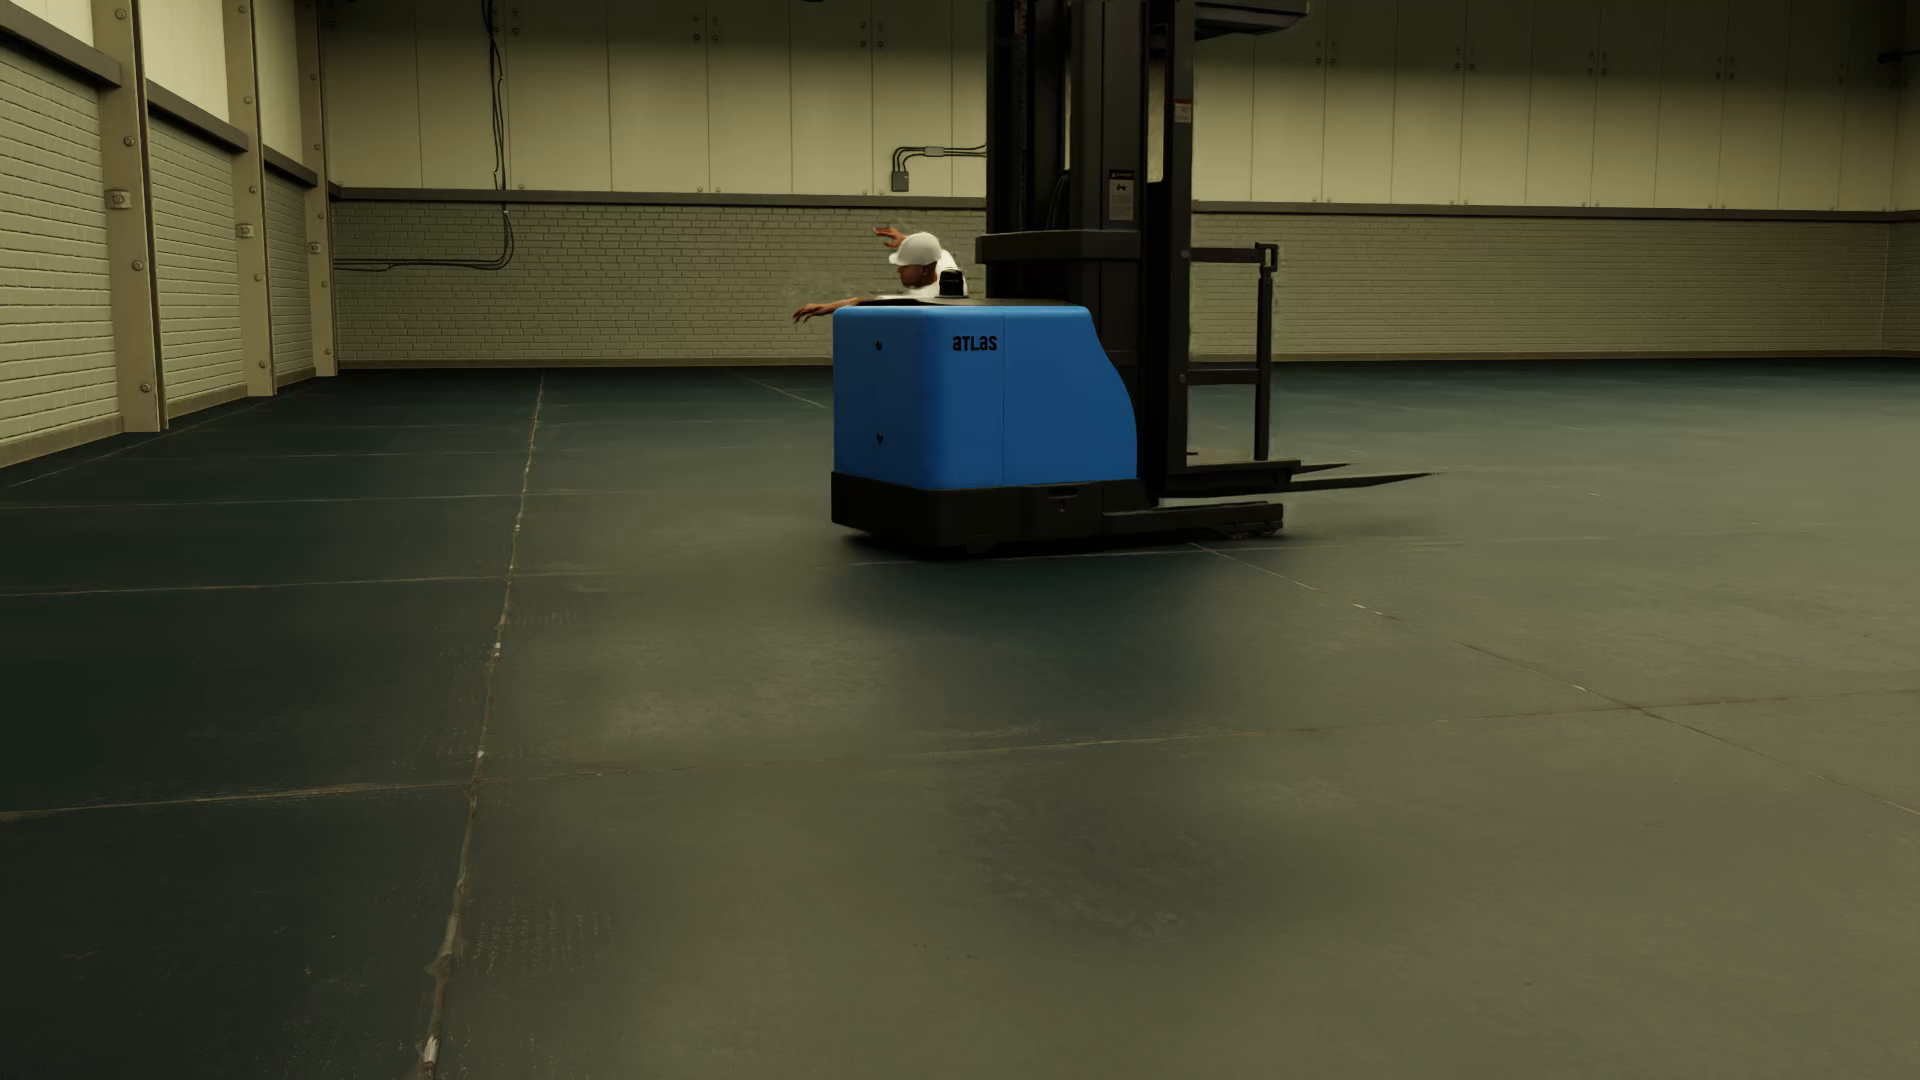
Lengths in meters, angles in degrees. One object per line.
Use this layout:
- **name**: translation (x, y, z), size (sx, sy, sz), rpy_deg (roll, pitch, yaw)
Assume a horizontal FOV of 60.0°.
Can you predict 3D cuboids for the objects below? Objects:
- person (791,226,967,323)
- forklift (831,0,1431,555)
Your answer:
- **person**: translation (-0.535, -0.938, 9.072), size (1.103, 1.529, 0.900), rpy_deg (-4, 9, -28)
- **forklift**: translation (0.938, -1.511, 7.929), size (3.031, 2.935, 1.130), rpy_deg (-4, 9, -29)
